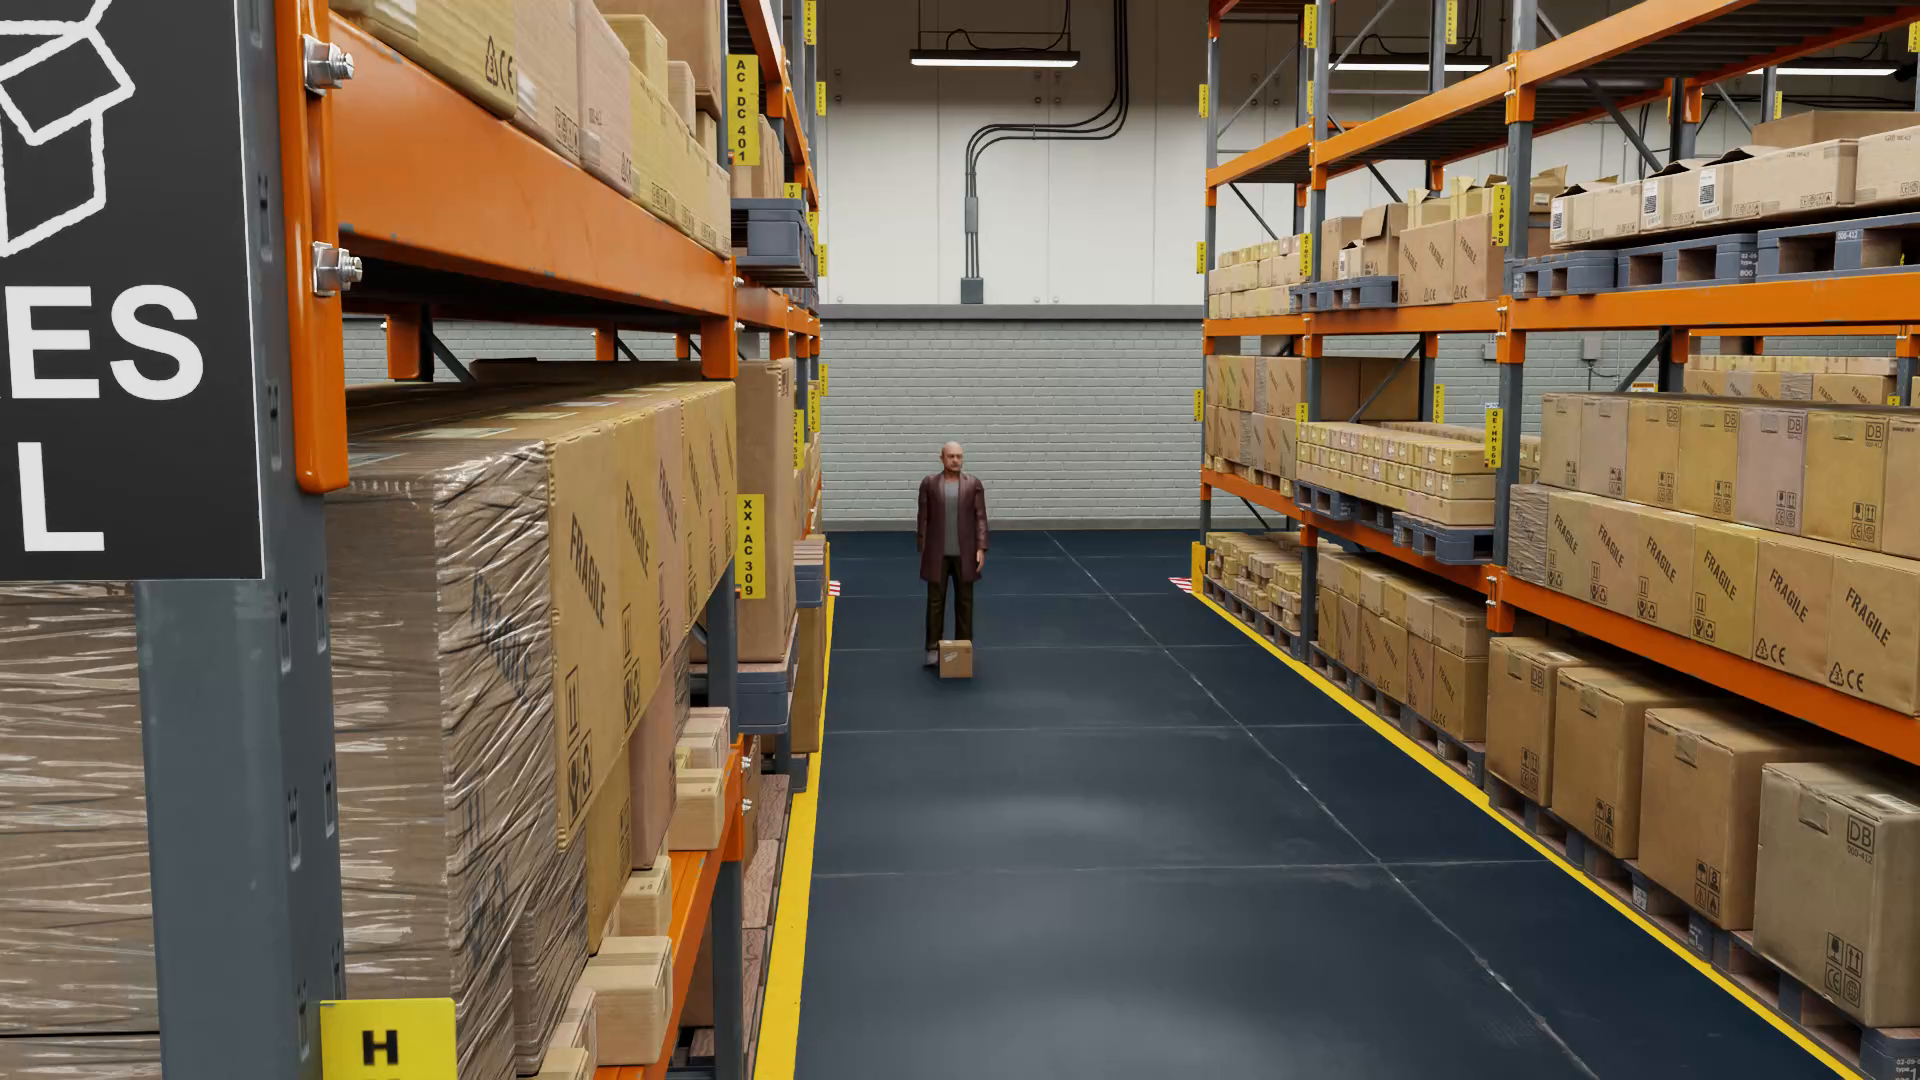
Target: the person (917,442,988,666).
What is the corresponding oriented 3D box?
[{"bbox_3d":[-0.058,0.108,13.350,0.569,1.787,0.389,0,7,-2],"label":"person"}]
